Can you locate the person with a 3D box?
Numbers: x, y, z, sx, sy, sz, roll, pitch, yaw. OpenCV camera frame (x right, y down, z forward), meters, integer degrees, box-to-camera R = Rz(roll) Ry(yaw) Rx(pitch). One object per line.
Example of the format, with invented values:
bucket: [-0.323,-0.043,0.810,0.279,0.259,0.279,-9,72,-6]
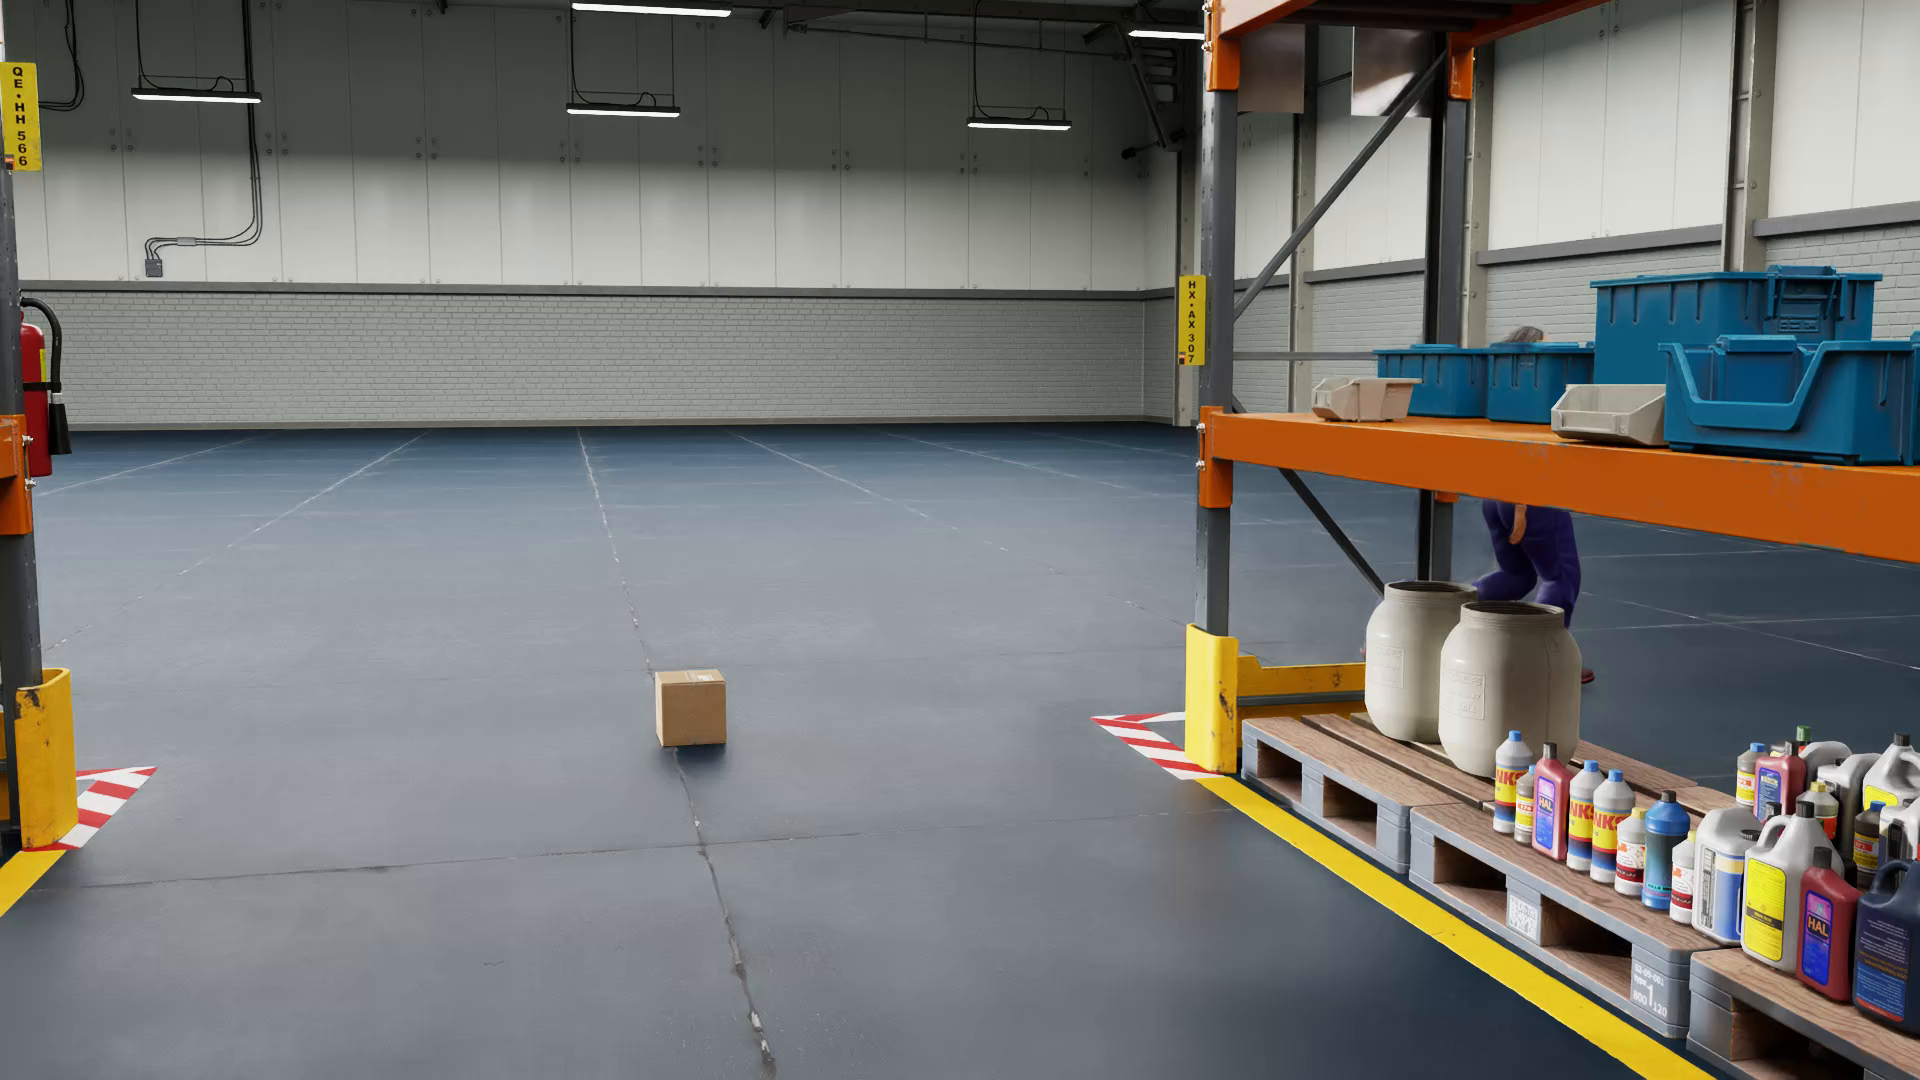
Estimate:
person: [2.533,-0.156,7.588,0.735,1.607,0.471,0,6,-4]
